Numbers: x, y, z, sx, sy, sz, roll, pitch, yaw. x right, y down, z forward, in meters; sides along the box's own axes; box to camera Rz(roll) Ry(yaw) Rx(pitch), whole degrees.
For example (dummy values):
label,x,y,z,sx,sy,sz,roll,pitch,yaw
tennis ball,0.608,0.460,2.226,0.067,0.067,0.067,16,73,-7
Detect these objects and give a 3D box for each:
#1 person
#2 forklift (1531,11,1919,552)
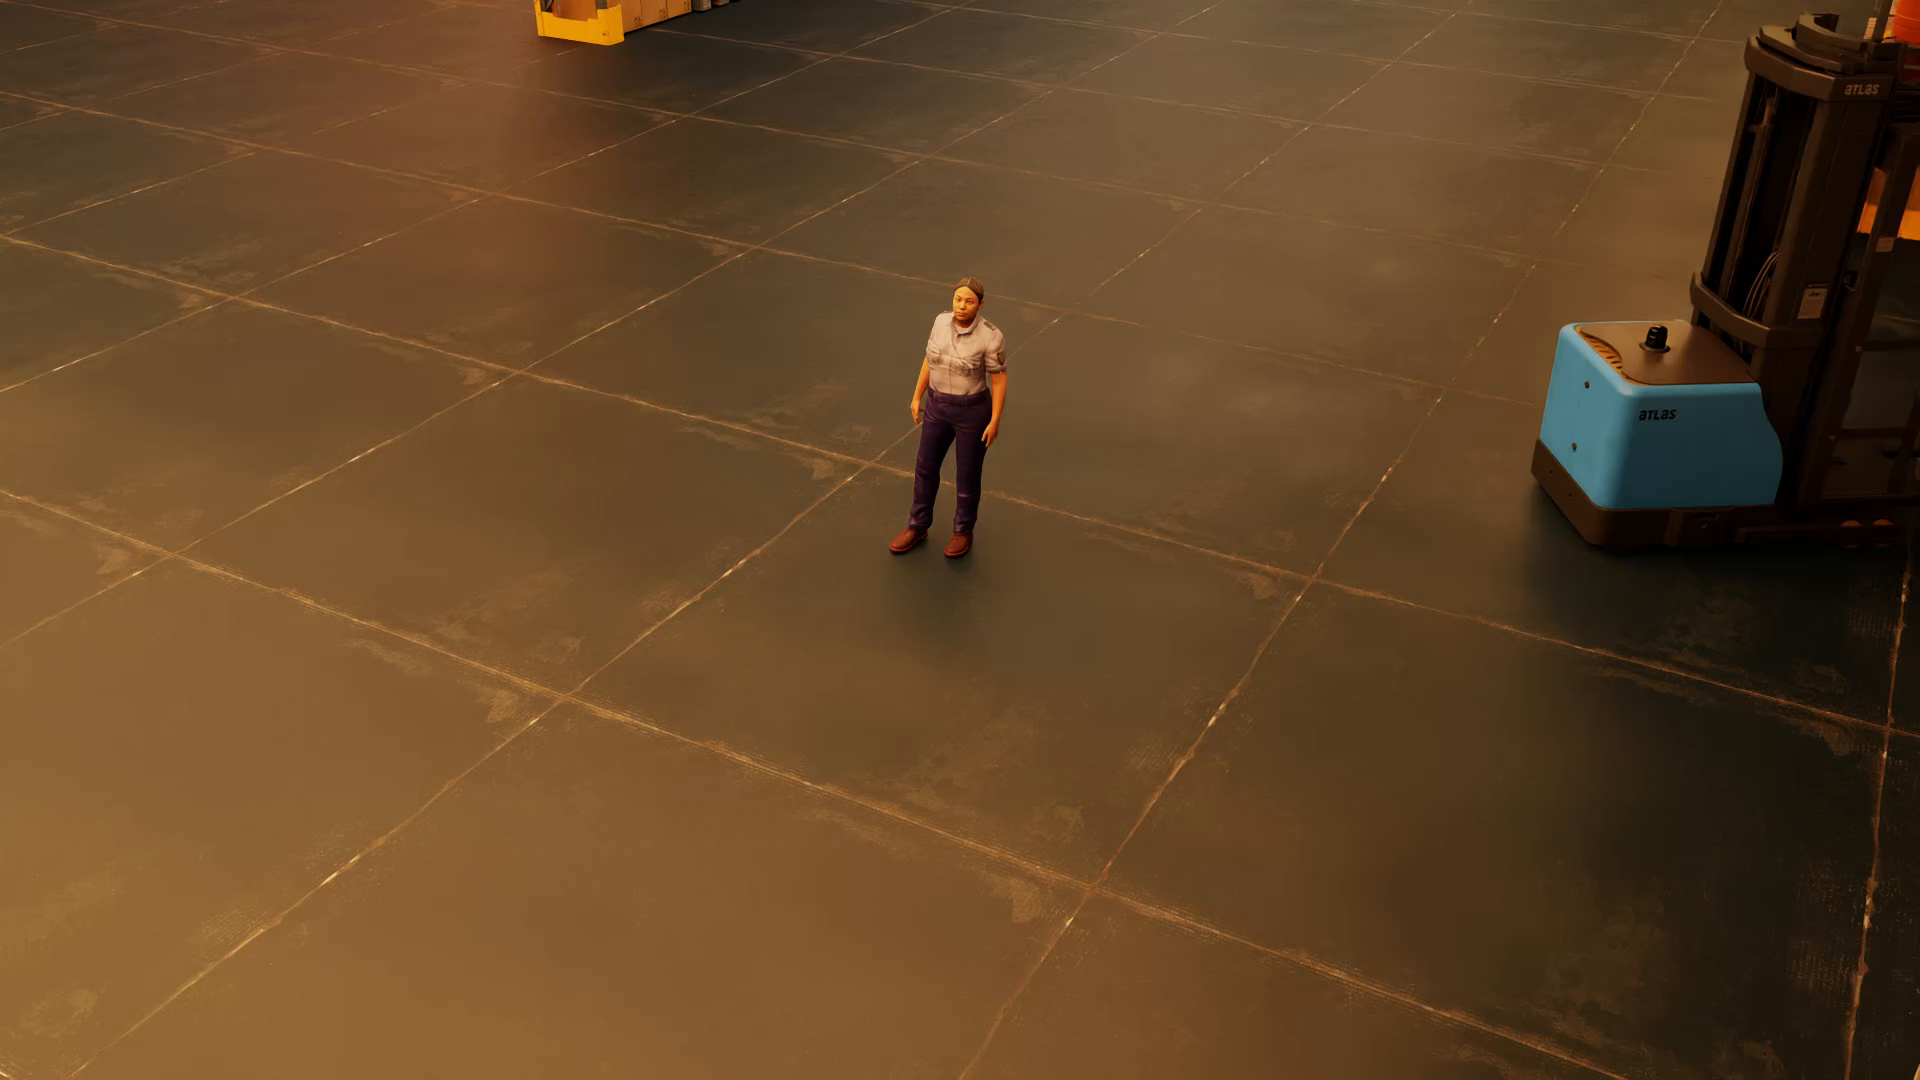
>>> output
label,x,y,z,sx,sy,sz,roll,pitch,yaw
person,-0.063,-0.687,9.529,0.598,1.651,0.503,15,33,25
forklift,5.184,-1.480,9.636,3.031,2.935,1.130,-2,30,-4
